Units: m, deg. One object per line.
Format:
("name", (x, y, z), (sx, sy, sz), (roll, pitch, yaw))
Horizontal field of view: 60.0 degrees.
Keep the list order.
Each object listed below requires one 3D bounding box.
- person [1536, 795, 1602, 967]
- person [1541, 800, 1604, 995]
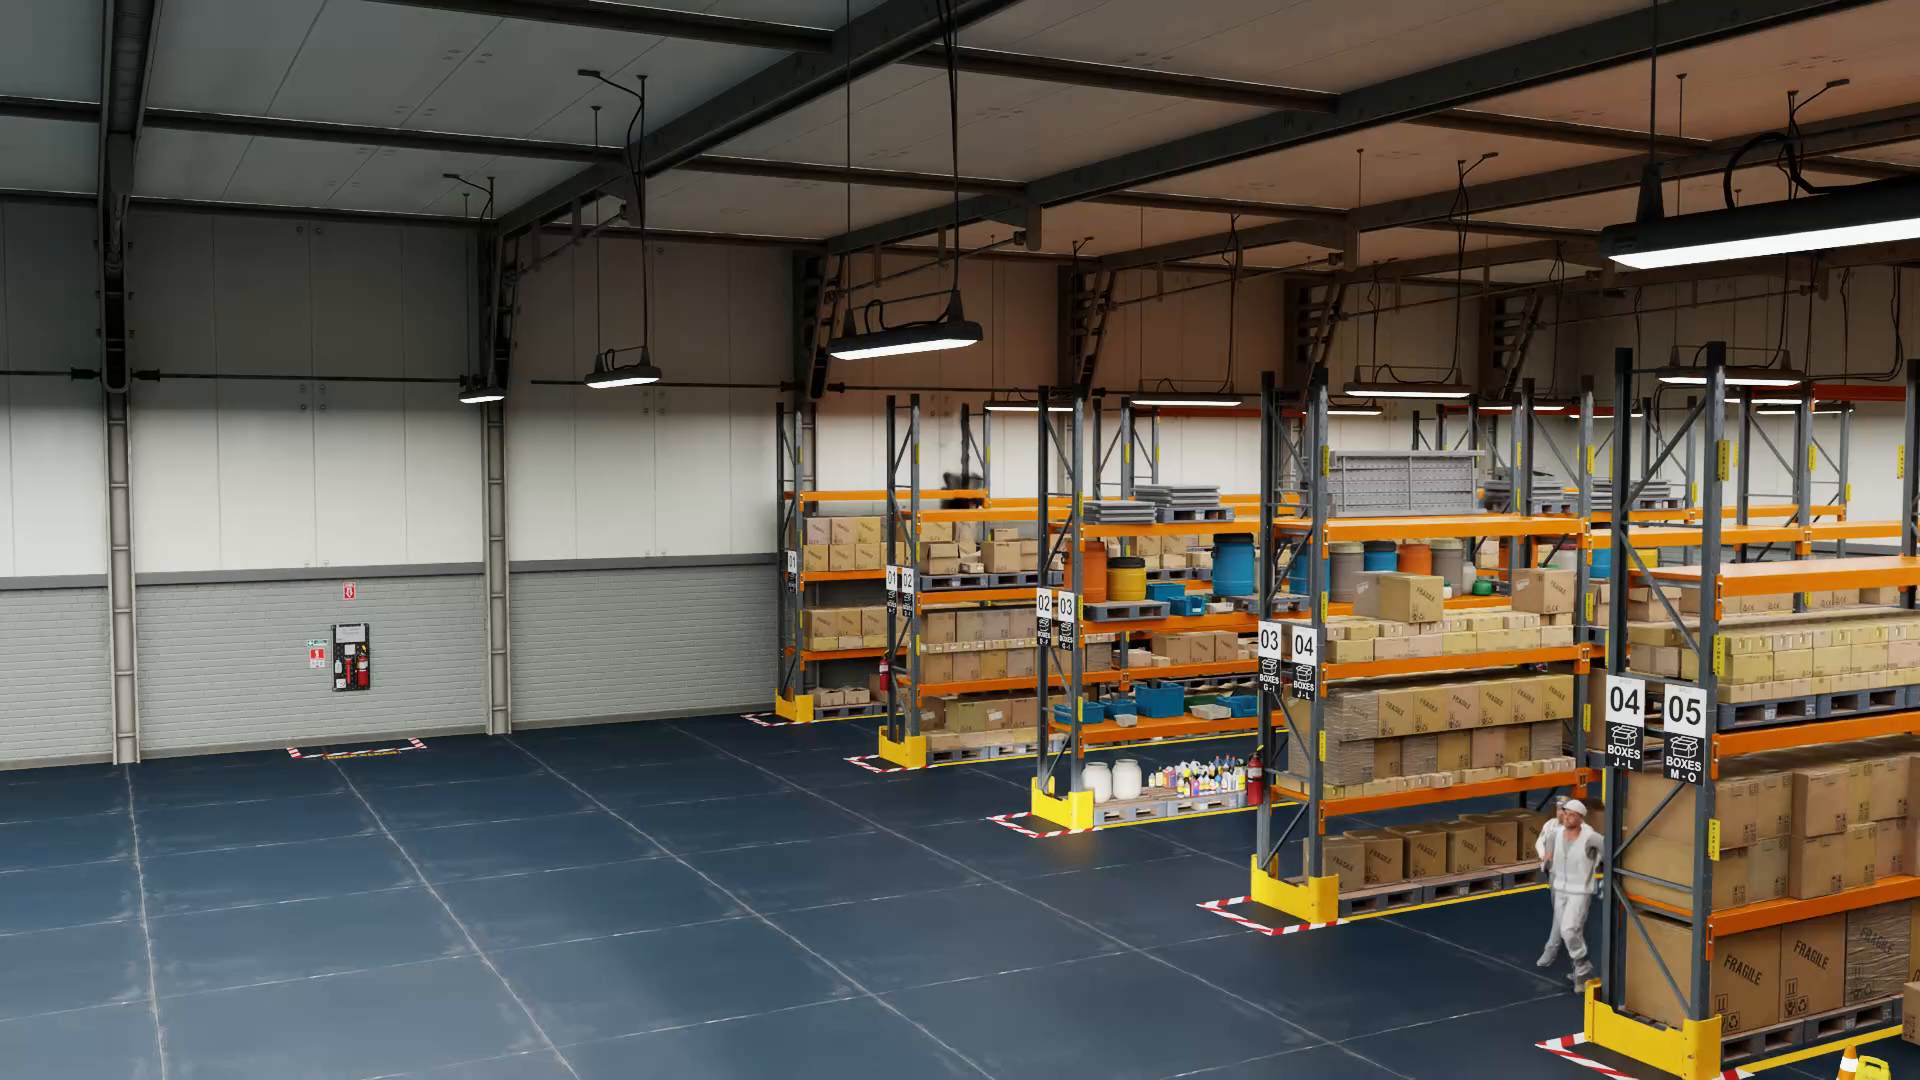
("person", (6.120, 3.380, 16.759), (0.639, 1.688, 0.949), (3, 4, 43))
("person", (5.808, 3.379, 15.796), (0.672, 1.820, 0.674), (-2, 4, -31))
